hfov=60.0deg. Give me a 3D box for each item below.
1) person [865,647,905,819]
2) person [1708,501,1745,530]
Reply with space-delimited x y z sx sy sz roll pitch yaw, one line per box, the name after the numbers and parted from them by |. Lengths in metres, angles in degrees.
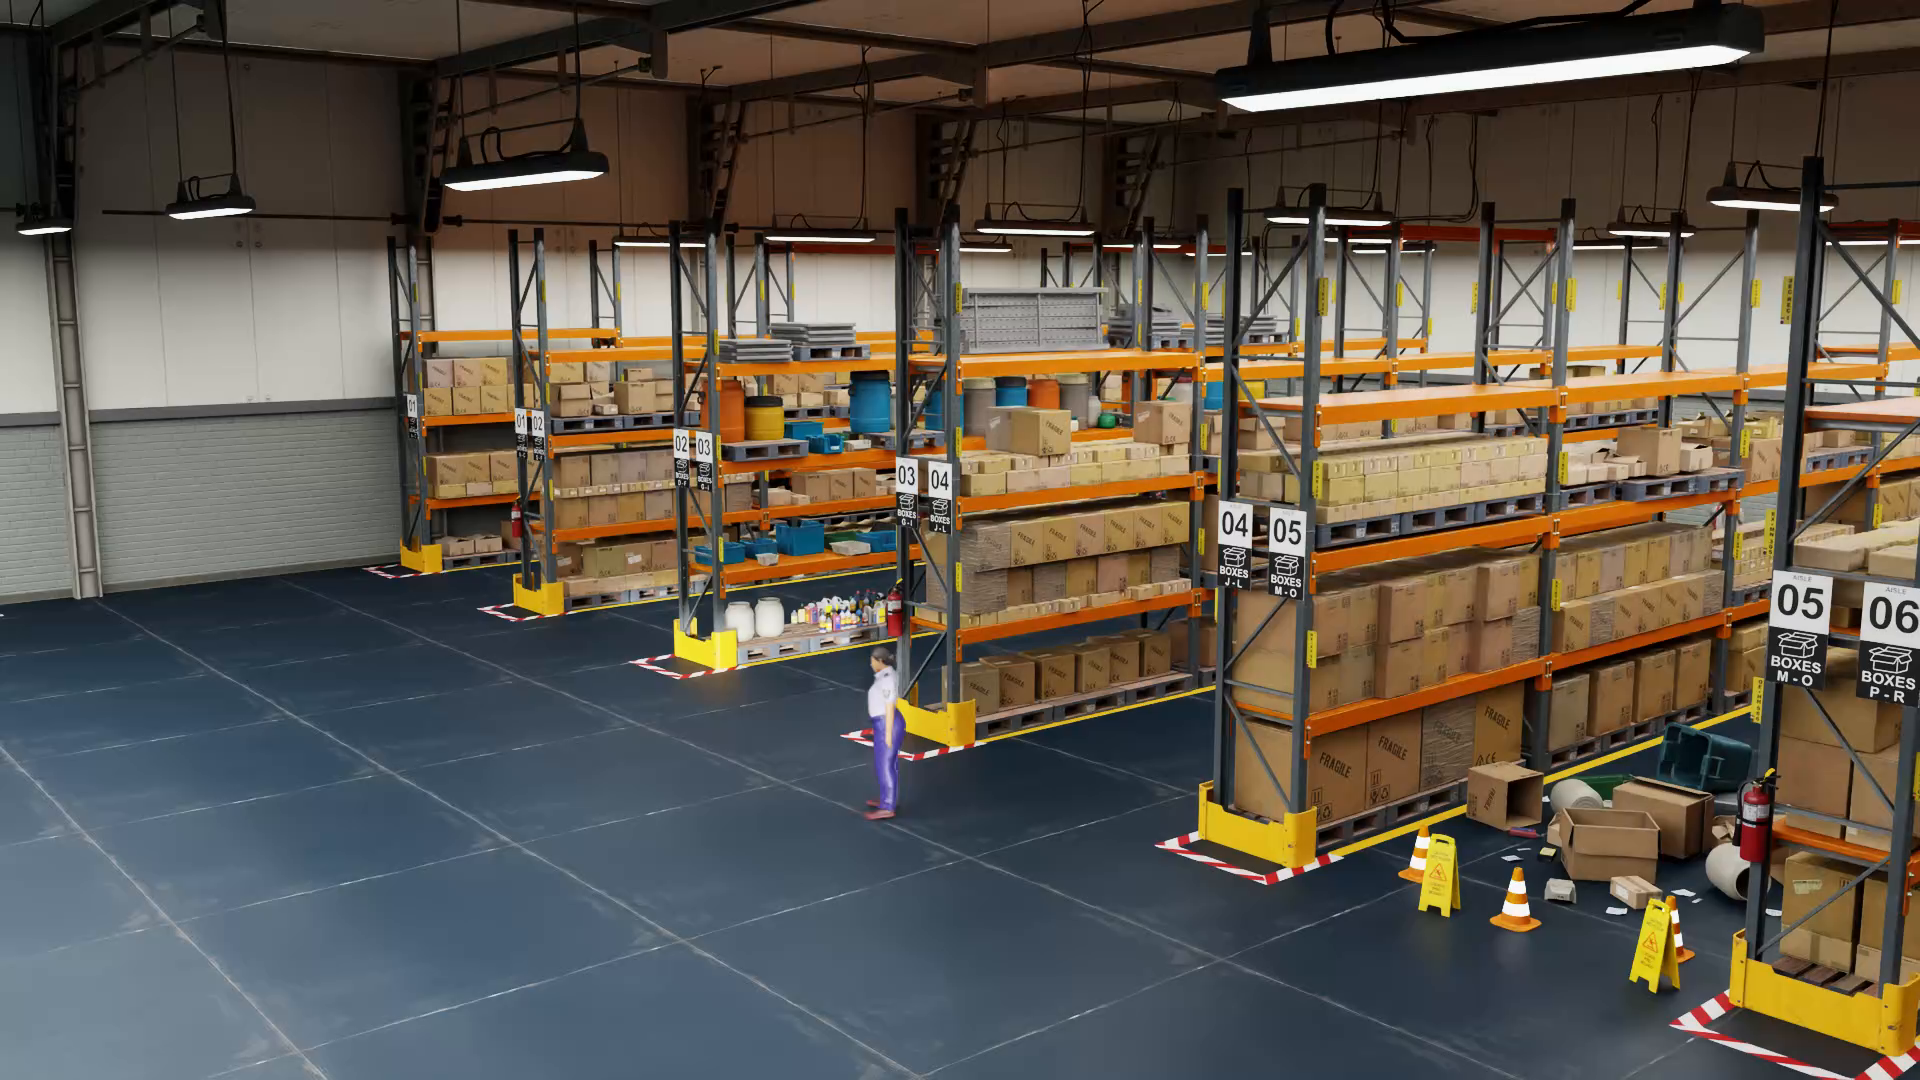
-0.744 1.865 16.311 0.398 1.646 0.564 0 9 3 | person
12.817 0.020 27.781 0.667 1.727 1.025 5 10 29 | person
